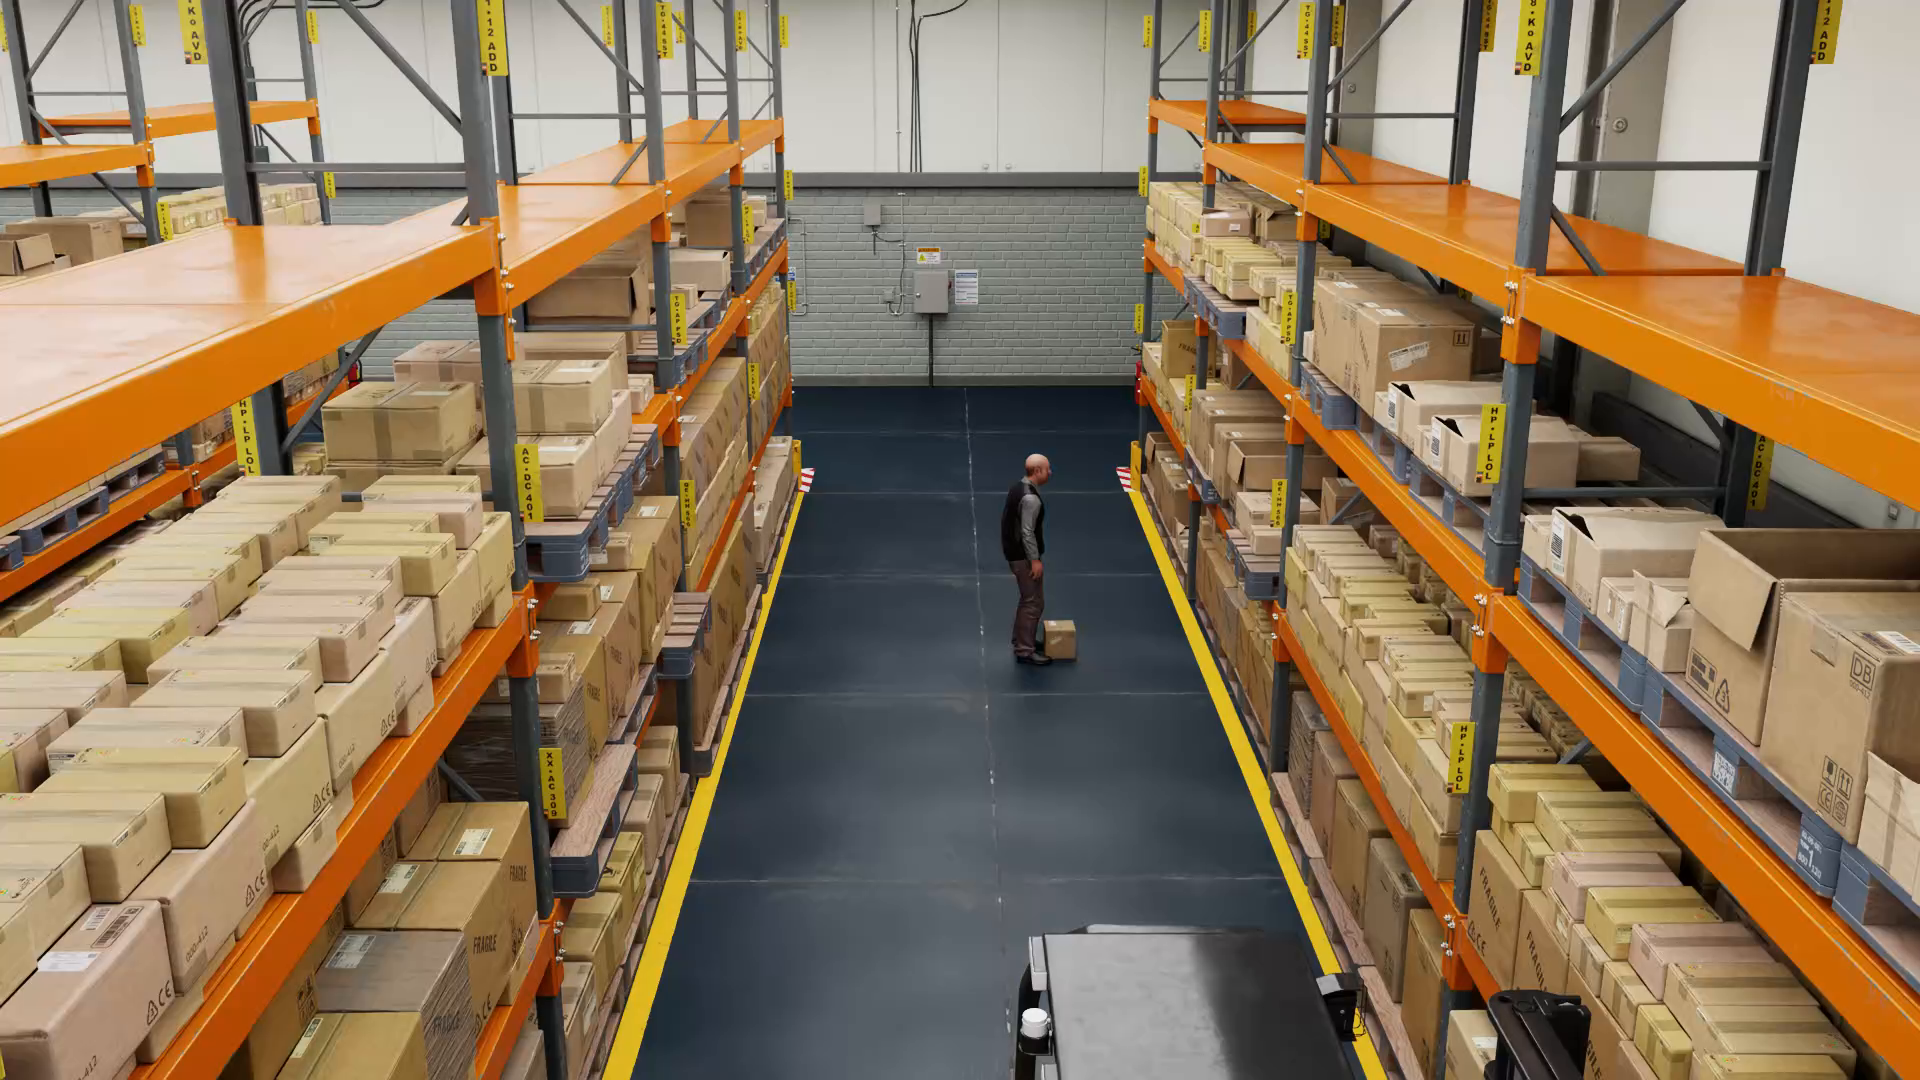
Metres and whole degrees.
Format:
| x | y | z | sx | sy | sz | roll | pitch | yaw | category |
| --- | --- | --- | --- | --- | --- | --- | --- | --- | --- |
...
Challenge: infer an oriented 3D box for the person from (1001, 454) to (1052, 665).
| x | y | z | sx | sy | sz | roll | pitch | yaw | category |
| --- | --- | --- | --- | --- | --- | --- | --- | --- | --- |
| 0.550 | 0.135 | 13.727 | 0.426 | 1.720 | 0.585 | -1 | 17 | -4 | person |
